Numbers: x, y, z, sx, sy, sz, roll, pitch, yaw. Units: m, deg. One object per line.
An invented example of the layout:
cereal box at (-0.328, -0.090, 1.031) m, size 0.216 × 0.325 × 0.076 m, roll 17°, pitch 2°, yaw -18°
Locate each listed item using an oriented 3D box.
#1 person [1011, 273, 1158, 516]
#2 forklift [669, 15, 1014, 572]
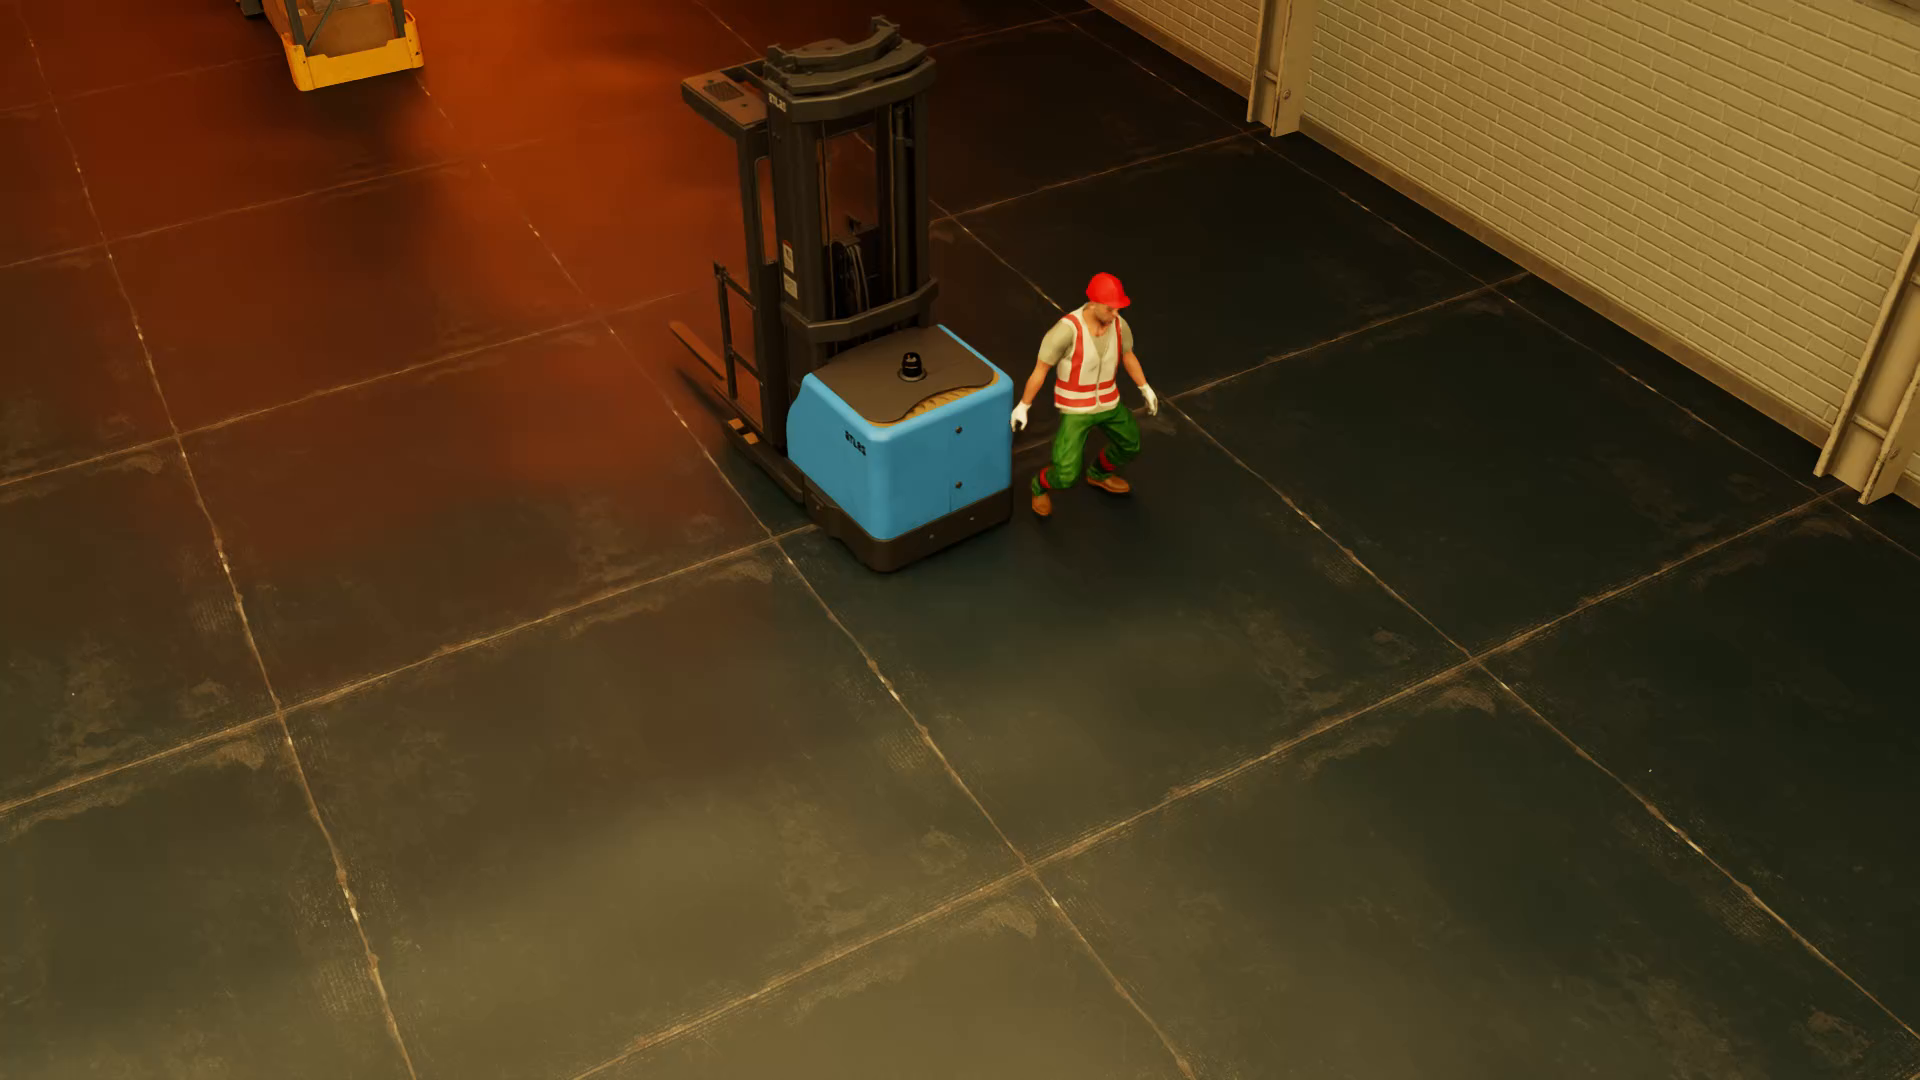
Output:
person at (0.758, -0.840, 9.993) m, size 0.935 × 1.660 × 0.502 m, roll -17°, pitch 43°, yaw -20°
forklift at (-0.928, -1.834, 10.248) m, size 1.130 × 2.935 × 3.031 m, roll -24°, pitch 46°, yaw -26°
